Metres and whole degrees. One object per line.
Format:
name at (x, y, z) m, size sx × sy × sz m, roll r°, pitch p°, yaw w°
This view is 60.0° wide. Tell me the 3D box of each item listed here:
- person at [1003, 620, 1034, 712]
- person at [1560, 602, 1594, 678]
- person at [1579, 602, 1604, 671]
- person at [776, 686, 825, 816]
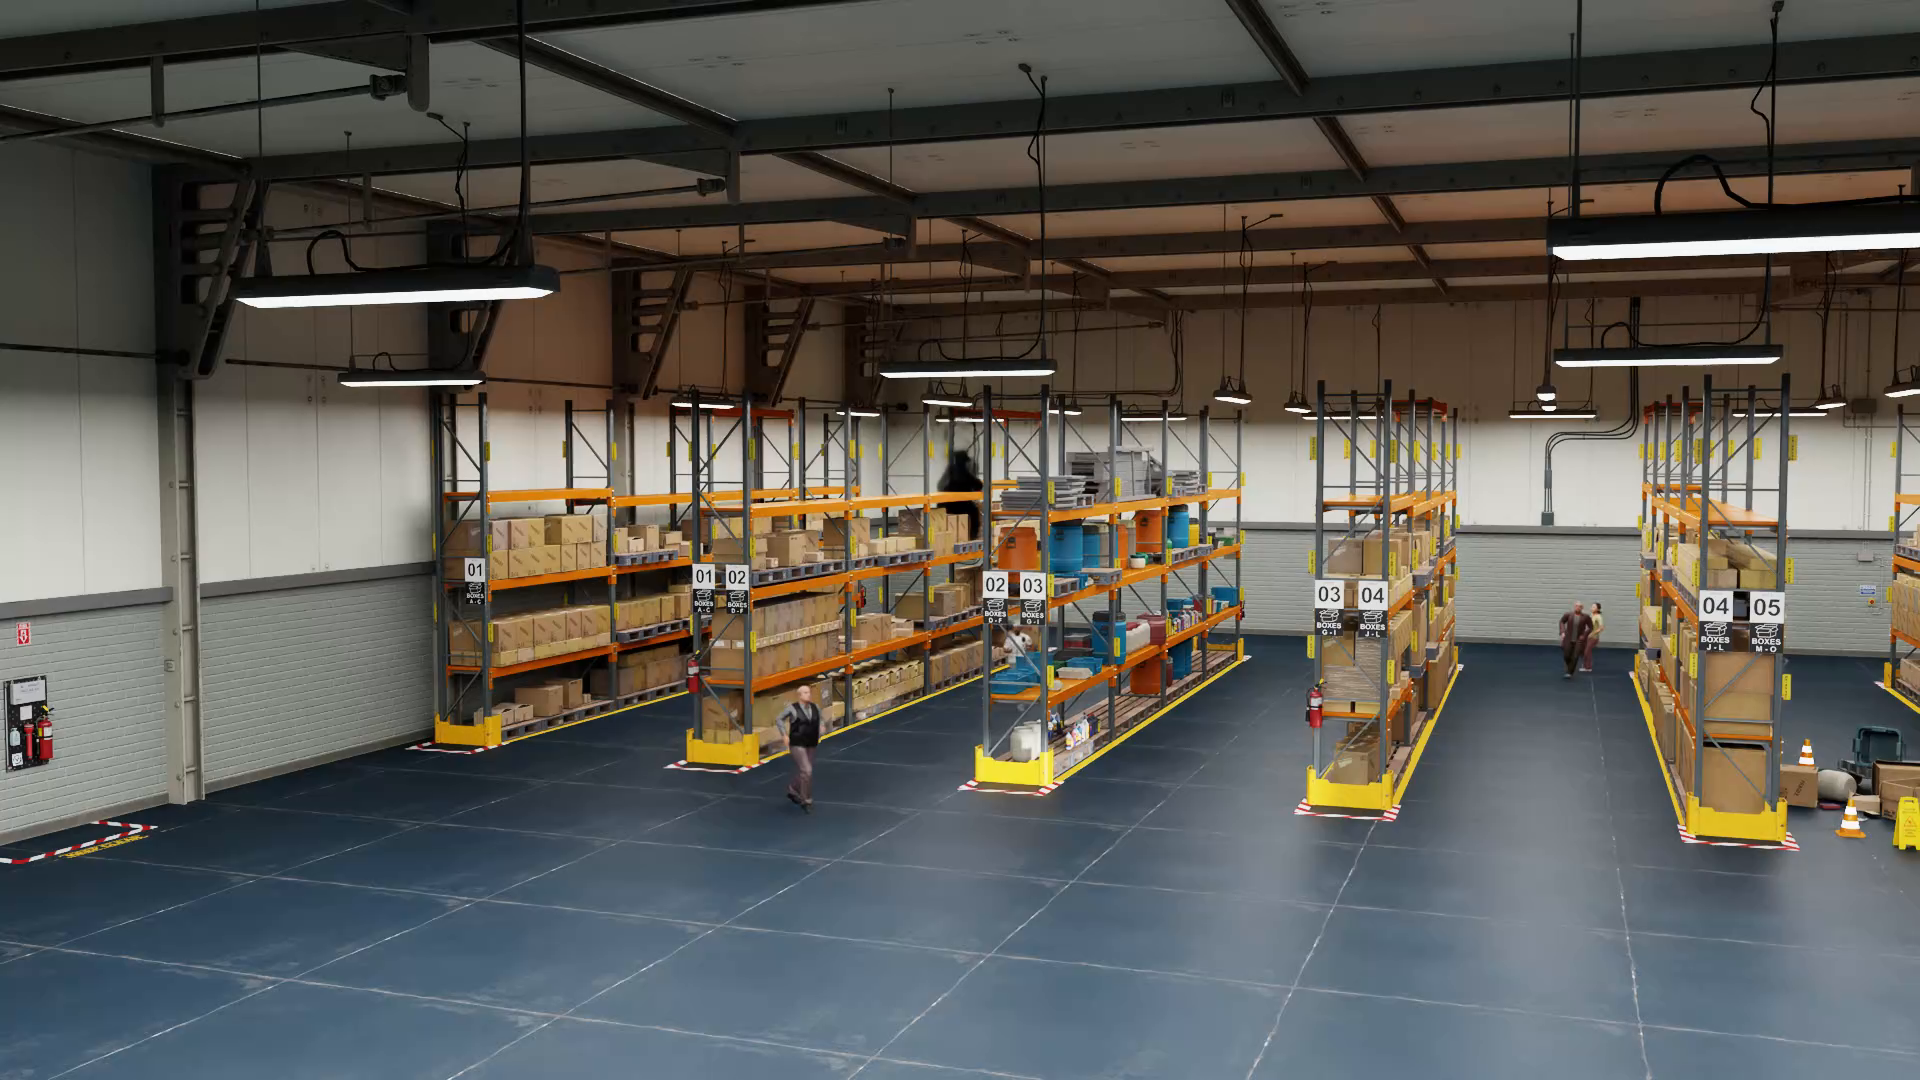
person at (1.128, 2.424, 32.349) m, size 0.564 × 1.755 × 0.794 m, roll 1°, pitch 3°, yaw 13°
person at (13.585, 2.201, 36.662) m, size 0.727 × 1.714 × 0.626 m, roll 2°, pitch 3°, yaw 28°
person at (14.231, 2.203, 37.574) m, size 0.545 × 1.585 × 0.605 m, roll -1°, pitch 3°, yaw -23°
person at (-2.182, 2.912, 23.203) m, size 0.644 × 1.770 × 0.794 m, roll -3°, pitch 4°, yaw -43°
